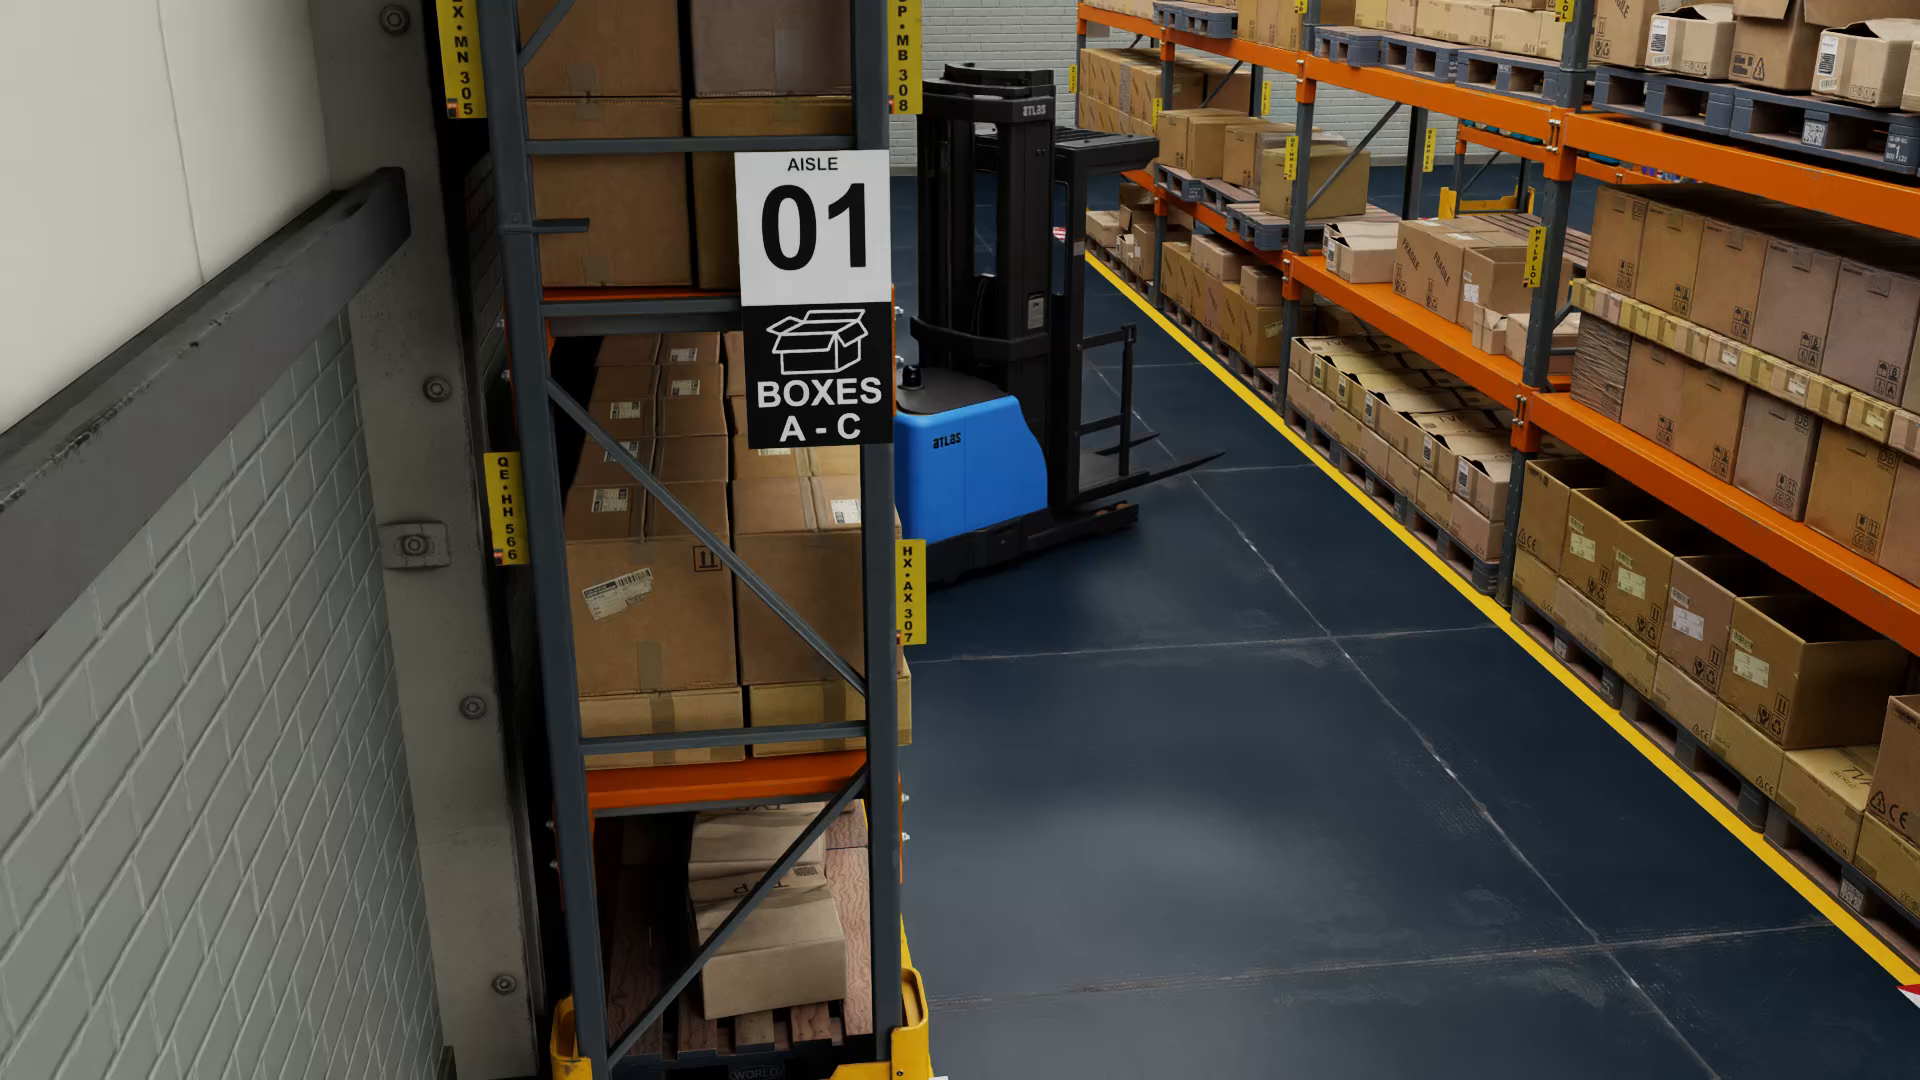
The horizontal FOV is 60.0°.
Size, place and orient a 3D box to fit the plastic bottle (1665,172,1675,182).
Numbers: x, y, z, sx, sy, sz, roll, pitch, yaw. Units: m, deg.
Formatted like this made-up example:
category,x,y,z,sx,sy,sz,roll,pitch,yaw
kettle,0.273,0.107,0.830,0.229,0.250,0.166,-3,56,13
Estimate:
category,x,y,z,sx,sy,sz,roll,pitch,yaw
plastic bottle,7.132,-3.706,16.528,0.152,0.276,0.135,-3,21,-8

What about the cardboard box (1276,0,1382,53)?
category,x,y,z,sx,sy,sz,roll,pitch,yaw
cardboard box,2.967,-4.038,12.810,0.910,0.500,0.500,-3,21,-8

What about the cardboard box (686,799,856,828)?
category,x,y,z,sx,sy,sz,roll,pitch,yaw
cardboard box,-0.834,0.851,7.093,0.700,0.500,0.500,-4,21,-11

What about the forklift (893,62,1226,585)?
category,x,y,z,sx,sy,sz,roll,pitch,yaw
forklift,0.537,-1.523,10.604,3.031,2.935,1.130,-18,27,-39

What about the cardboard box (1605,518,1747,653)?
category,x,y,z,sx,sy,sz,roll,pitch,yaw
cardboard box,3.542,0.211,8.122,0.500,0.500,0.500,-3,21,-8

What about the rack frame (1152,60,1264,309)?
category,x,y,z,sx,sy,sz,roll,pitch,yaw
rack frame,2.487,-3.821,16.661,1.000,3.000,0.127,-3,21,-8

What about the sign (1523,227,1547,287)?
category,x,y,z,sx,sy,sz,roll,pitch,yaw
sign,3.105,-1.526,8.974,0.100,0.325,0.005,-3,21,-8

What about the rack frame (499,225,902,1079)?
category,x,y,z,sx,sy,sz,roll,pitch,yaw
rack frame,-0.685,0.584,4.864,1.000,3.000,0.127,-3,21,-8

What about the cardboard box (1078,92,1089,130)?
category,x,y,z,sx,sy,sz,roll,pitch,yaw
cardboard box,1.714,-5.086,19.904,0.500,0.500,0.500,-2,21,-7

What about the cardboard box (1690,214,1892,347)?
category,x,y,z,sx,sy,sz,roll,pitch,yaw
cardboard box,3.856,-1.205,7.657,0.700,0.500,0.500,-3,21,-8

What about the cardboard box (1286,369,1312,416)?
category,x,y,z,sx,sy,sz,roll,pitch,yaw
cardboard box,2.849,-1.149,12.835,0.500,0.250,0.500,-3,21,-8

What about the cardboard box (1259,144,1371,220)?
category,x,y,z,sx,sy,sz,roll,pitch,yaw
cardboard box,2.861,-2.892,13.430,0.700,0.500,0.500,-10,23,-26

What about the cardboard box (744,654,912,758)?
category,x,y,z,sx,sy,sz,roll,pitch,yaw
cardboard box,-0.441,0.460,5.382,0.500,0.250,0.500,-4,21,-9

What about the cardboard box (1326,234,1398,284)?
category,x,y,z,sx,sy,sz,roll,pitch,yaw
cardboard box,3.001,-2.075,12.113,0.500,0.311,0.500,-3,21,-8

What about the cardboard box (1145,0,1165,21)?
category,x,y,z,sx,sy,sz,roll,pitch,yaw
cardboard box,2.154,-5.311,16.577,0.500,0.250,0.500,-3,21,-8

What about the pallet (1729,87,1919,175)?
category,x,y,z,sx,sy,sz,roll,pitch,yaw
pallet,3.961,-1.700,6.820,1.003,0.211,1.213,-3,21,-8

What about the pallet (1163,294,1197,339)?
category,x,y,z,sx,sy,sz,roll,pitch,yaw
pallet,2.642,-2.235,16.400,1.003,0.211,1.213,-3,21,-8

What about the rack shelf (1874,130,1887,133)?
category,x,y,z,sx,sy,sz,roll,pitch,yaw
rack shelf,12.002,-4.675,19.975,1.077,0.370,4.000,-3,21,-8

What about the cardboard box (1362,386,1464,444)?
category,x,y,z,sx,sy,sz,roll,pitch,yaw
cardboard box,3.079,-0.876,11.302,0.500,0.311,0.500,-3,21,-8

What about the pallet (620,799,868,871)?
category,x,y,z,sx,sy,sz,roll,pitch,yaw
pallet,-0.950,1.160,7.309,1.003,0.211,1.213,-3,21,-8

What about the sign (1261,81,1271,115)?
category,x,y,z,sx,sy,sz,roll,pitch,yaw
sign,3.036,-4.393,16.536,0.100,0.325,0.005,-3,21,-8

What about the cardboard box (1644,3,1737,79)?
category,x,y,z,sx,sy,sz,roll,pitch,yaw
cardboard box,3.530,-2.303,7.634,0.500,0.311,0.500,-4,21,-11

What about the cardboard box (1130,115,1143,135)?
category,x,y,z,sx,sy,sz,roll,pitch,yaw
cardboard box,2.085,-4.207,17.550,0.500,0.500,0.500,-2,21,-6

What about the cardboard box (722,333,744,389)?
category,x,y,z,sx,sy,sz,roll,pitch,yaw
cardboard box,-0.747,-0.595,7.137,0.500,0.500,0.500,-4,21,-9

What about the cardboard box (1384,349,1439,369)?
category,x,y,z,sx,sy,sz,roll,pitch,yaw
cardboard box,3.464,-1.259,12.329,0.500,0.311,0.500,-3,21,-9

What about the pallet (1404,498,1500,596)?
category,x,y,z,sx,sy,sz,roll,pitch,yaw
pallet,3.495,0.002,10.410,1.003,0.211,1.213,-3,21,-8

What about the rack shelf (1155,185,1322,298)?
category,x,y,z,sx,sy,sz,roll,pitch,yaw
rack shelf,2.775,-2.792,14.932,1.077,0.370,4.000,-3,21,-8

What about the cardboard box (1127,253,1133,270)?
category,x,y,z,sx,sy,sz,roll,pitch,yaw
cardboard box,2.011,-3.002,17.912,0.380,0.149,0.250,-3,21,-8

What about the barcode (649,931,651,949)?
category,x,y,z,sx,sy,sz,roll,pitch,yaw
barcode,-1.094,1.404,5.872,0.001,0.075,0.075,-3,21,-8

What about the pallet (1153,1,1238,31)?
category,x,y,z,sx,sy,sz,roll,pitch,yaw
pallet,2.512,-4.909,15.555,1.213,0.211,1.003,-3,21,-8

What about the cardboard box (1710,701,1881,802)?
category,x,y,z,sx,sy,sz,roll,pitch,yaw
cardboard box,3.689,0.908,7.327,0.500,0.250,0.500,-3,21,-8

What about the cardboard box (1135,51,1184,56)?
category,x,y,z,sx,sy,sz,roll,pitch,yaw
cardboard box,2.320,-5.406,19.333,0.500,0.500,0.500,-2,21,-6

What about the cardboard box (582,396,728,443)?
category,x,y,z,sx,sy,sz,roll,pitch,yaw
cardboard box,-1.104,-0.212,6.111,0.500,0.500,0.500,-3,21,-9

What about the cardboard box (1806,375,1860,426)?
category,x,y,z,sx,sy,sz,roll,pitch,yaw
cardboard box,3.785,-0.588,6.934,0.380,0.149,0.250,-2,21,-6

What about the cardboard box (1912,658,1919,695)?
category,x,y,z,sx,sy,sz,roll,pitch,yaw
cardboard box,4.286,0.703,6.803,0.500,0.500,0.500,-3,21,-8

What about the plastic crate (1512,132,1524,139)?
category,x,y,z,sx,sy,sz,roll,pitch,yaw
plastic crate,6.712,-4.847,19.559,0.416,0.233,0.300,-3,21,-8

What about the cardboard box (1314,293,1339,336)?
category,x,y,z,sx,sy,sz,roll,pitch,yaw
cardboard box,3.200,-1.825,14.258,0.500,0.500,0.500,-4,21,-10

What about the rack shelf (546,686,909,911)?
category,x,y,z,sx,sy,sz,roll,pitch,yaw
rack shelf,-0.973,0.229,6.844,1.077,0.370,4.000,-3,21,-8

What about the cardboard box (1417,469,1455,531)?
category,x,y,z,sx,sy,sz,roll,pitch,yaw
cardboard box,3.223,-0.264,10.467,0.500,0.250,0.500,-3,21,-9

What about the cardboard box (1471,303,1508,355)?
category,x,y,z,sx,sy,sz,roll,pitch,yaw
cardboard box,3.332,-1.284,10.058,0.396,0.266,0.258,-3,21,-9

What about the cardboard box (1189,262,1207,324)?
category,x,y,z,sx,sy,sz,roll,pitch,yaw
cardboard box,2.468,-2.319,15.582,0.500,0.500,0.500,-3,21,-7

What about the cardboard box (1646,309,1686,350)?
category,x,y,z,sx,sy,sz,roll,pitch,yaw
cardboard box,3.602,-1.033,8.124,0.380,0.149,0.250,-3,21,-8

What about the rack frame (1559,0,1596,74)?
category,x,y,z,sx,sy,sz,roll,pitch,yaw
rack frame,3.640,-3.862,8.195,1.000,3.000,0.127,-3,21,-8

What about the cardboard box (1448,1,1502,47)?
category,x,y,z,sx,sy,sz,roll,pitch,yaw
cardboard box,3.425,-3.248,10.453,0.500,0.250,0.500,-5,21,-12

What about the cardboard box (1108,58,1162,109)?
category,x,y,z,sx,sy,sz,roll,pitch,yaw
cardboard box,1.938,-5.025,18.310,0.500,0.500,0.500,-3,21,-8

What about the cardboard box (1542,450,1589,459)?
category,x,y,z,sx,sy,sz,roll,pitch,yaw
cardboard box,3.827,-0.379,9.971,0.500,0.311,0.500,-3,21,-8

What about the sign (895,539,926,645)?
category,x,y,z,sx,sy,sz,roll,pitch,yaw
sign,-0.148,0.152,4.786,0.100,0.325,0.005,-3,21,-8

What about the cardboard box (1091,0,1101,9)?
category,x,y,z,sx,sy,sz,roll,pitch,yaw
cardboard box,1.792,-6.177,18.894,0.500,0.250,0.500,-3,21,-8

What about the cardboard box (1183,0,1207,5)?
category,x,y,z,sx,sy,sz,roll,pitch,yaw
cardboard box,2.487,-5.339,15.550,0.600,0.600,0.600,-5,21,-13

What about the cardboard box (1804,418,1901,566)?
category,x,y,z,sx,sy,sz,roll,pitch,yaw
cardboard box,4.016,-0.230,6.901,0.700,0.500,0.500,-3,21,-7

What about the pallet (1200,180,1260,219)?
category,x,y,z,sx,sy,sz,roll,pitch,yaw
pallet,2.779,-3.020,14.788,1.003,0.211,1.213,-3,21,-8

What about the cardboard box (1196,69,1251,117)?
category,x,y,z,sx,sy,sz,roll,pitch,yaw
cardboard box,2.698,-4.514,16.943,0.500,0.500,0.500,-2,21,-6
